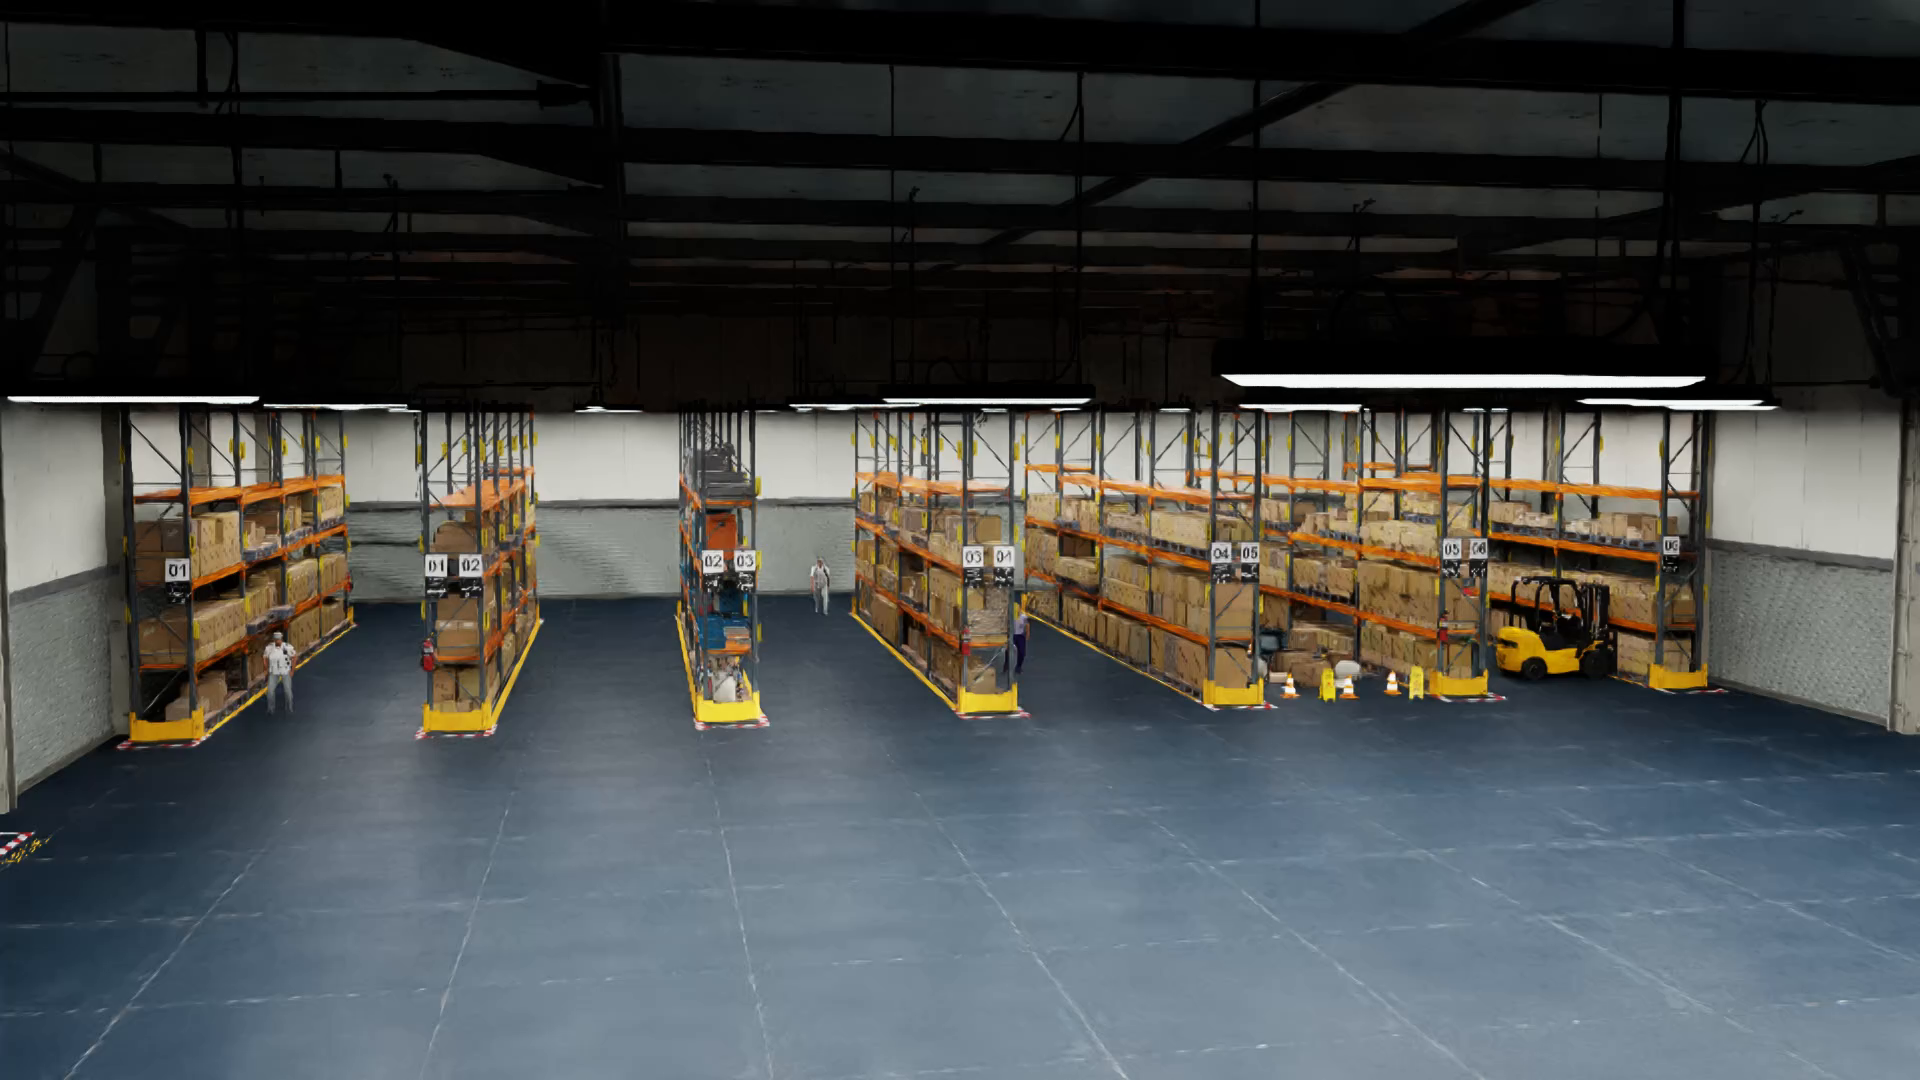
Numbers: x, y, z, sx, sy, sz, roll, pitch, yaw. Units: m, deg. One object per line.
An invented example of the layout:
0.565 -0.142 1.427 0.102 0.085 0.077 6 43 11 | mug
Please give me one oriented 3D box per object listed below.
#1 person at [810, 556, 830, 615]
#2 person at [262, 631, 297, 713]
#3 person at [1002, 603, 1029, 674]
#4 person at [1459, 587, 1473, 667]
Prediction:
-3.990 1.289 47.412 0.544 1.669 1.111 -1 4 -7 | person
-13.002 2.530 31.770 0.625 1.611 0.582 -1 4 -14 | person
1.224 2.165 36.708 0.625 1.596 0.503 -1 4 -14 | person
11.414 1.964 37.773 0.494 1.786 0.606 1 5 18 | person
